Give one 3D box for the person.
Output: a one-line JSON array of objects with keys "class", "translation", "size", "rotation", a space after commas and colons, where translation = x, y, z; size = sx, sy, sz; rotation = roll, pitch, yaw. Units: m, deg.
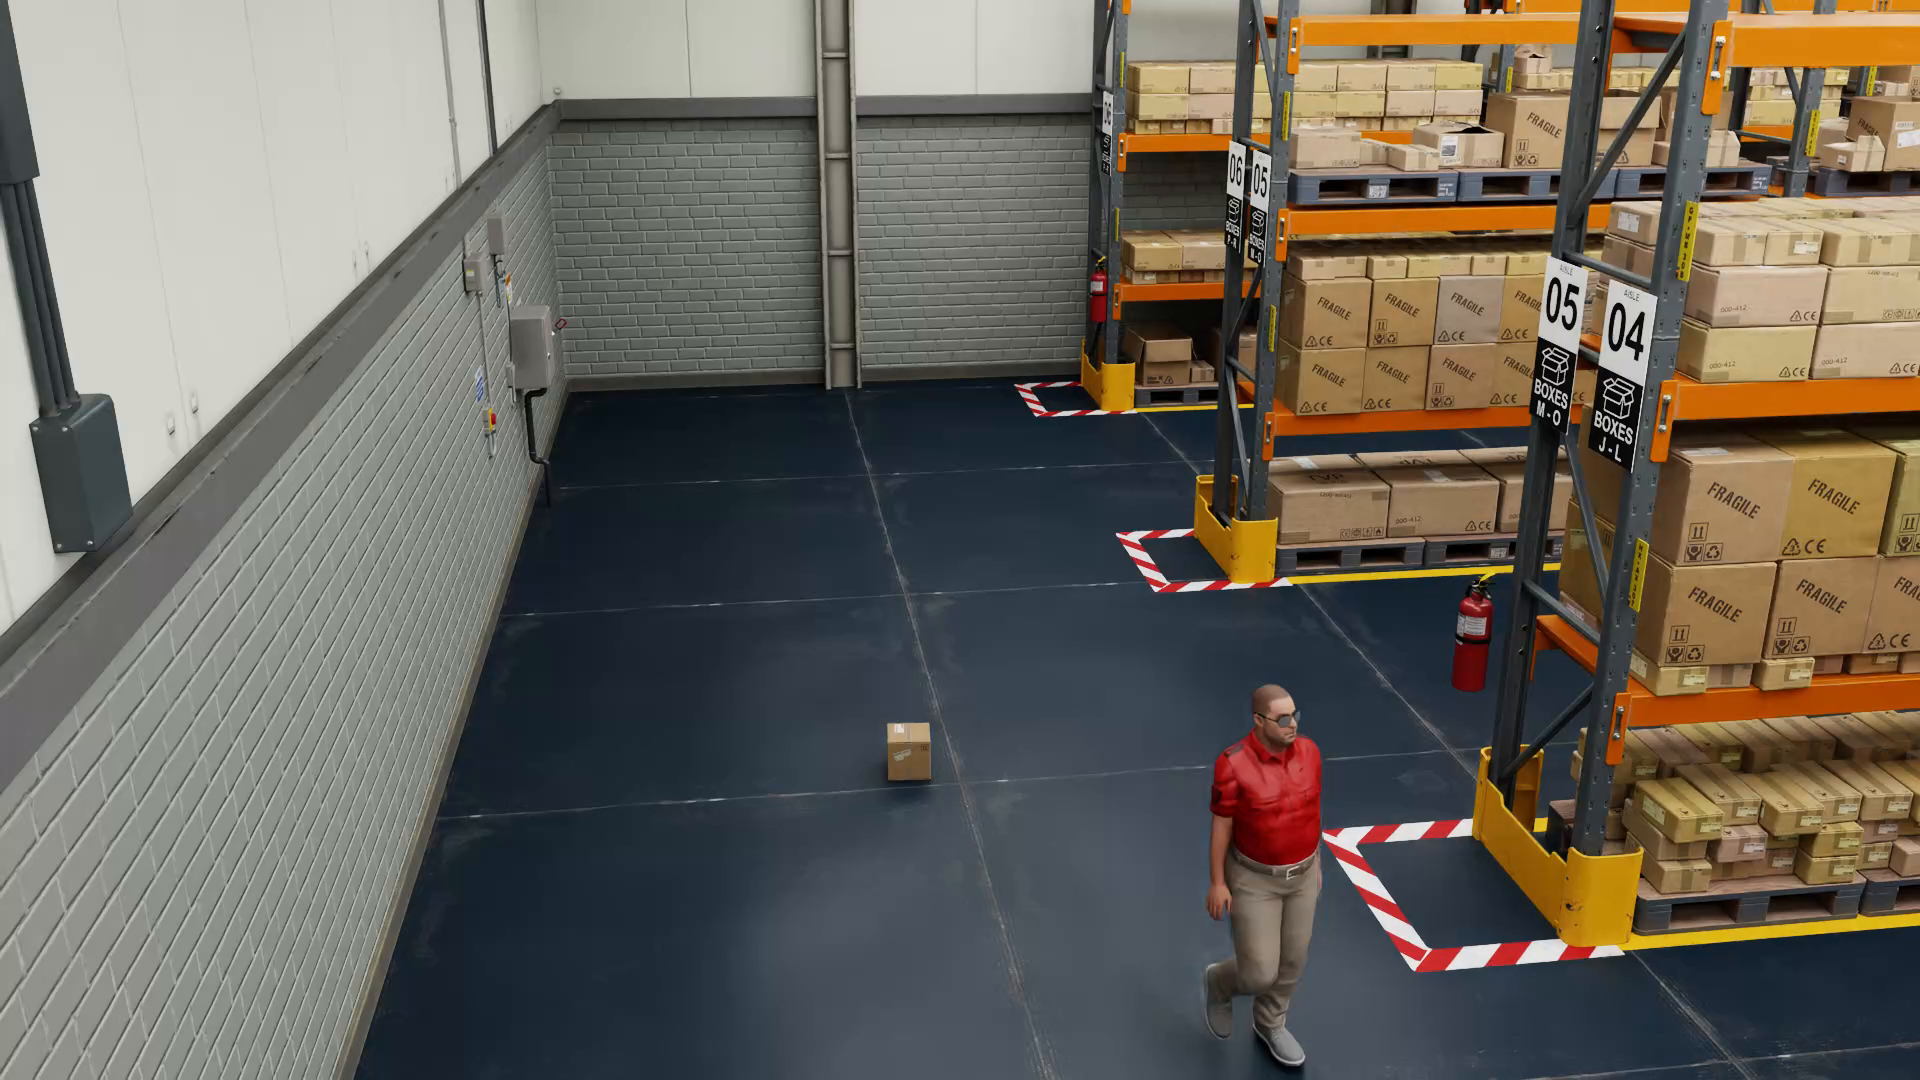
[{"class": "person", "translation": [1.317, 1.428, 7.086], "size": [0.556, 1.710, 0.506], "rotation": [-9, 22, -23]}]
